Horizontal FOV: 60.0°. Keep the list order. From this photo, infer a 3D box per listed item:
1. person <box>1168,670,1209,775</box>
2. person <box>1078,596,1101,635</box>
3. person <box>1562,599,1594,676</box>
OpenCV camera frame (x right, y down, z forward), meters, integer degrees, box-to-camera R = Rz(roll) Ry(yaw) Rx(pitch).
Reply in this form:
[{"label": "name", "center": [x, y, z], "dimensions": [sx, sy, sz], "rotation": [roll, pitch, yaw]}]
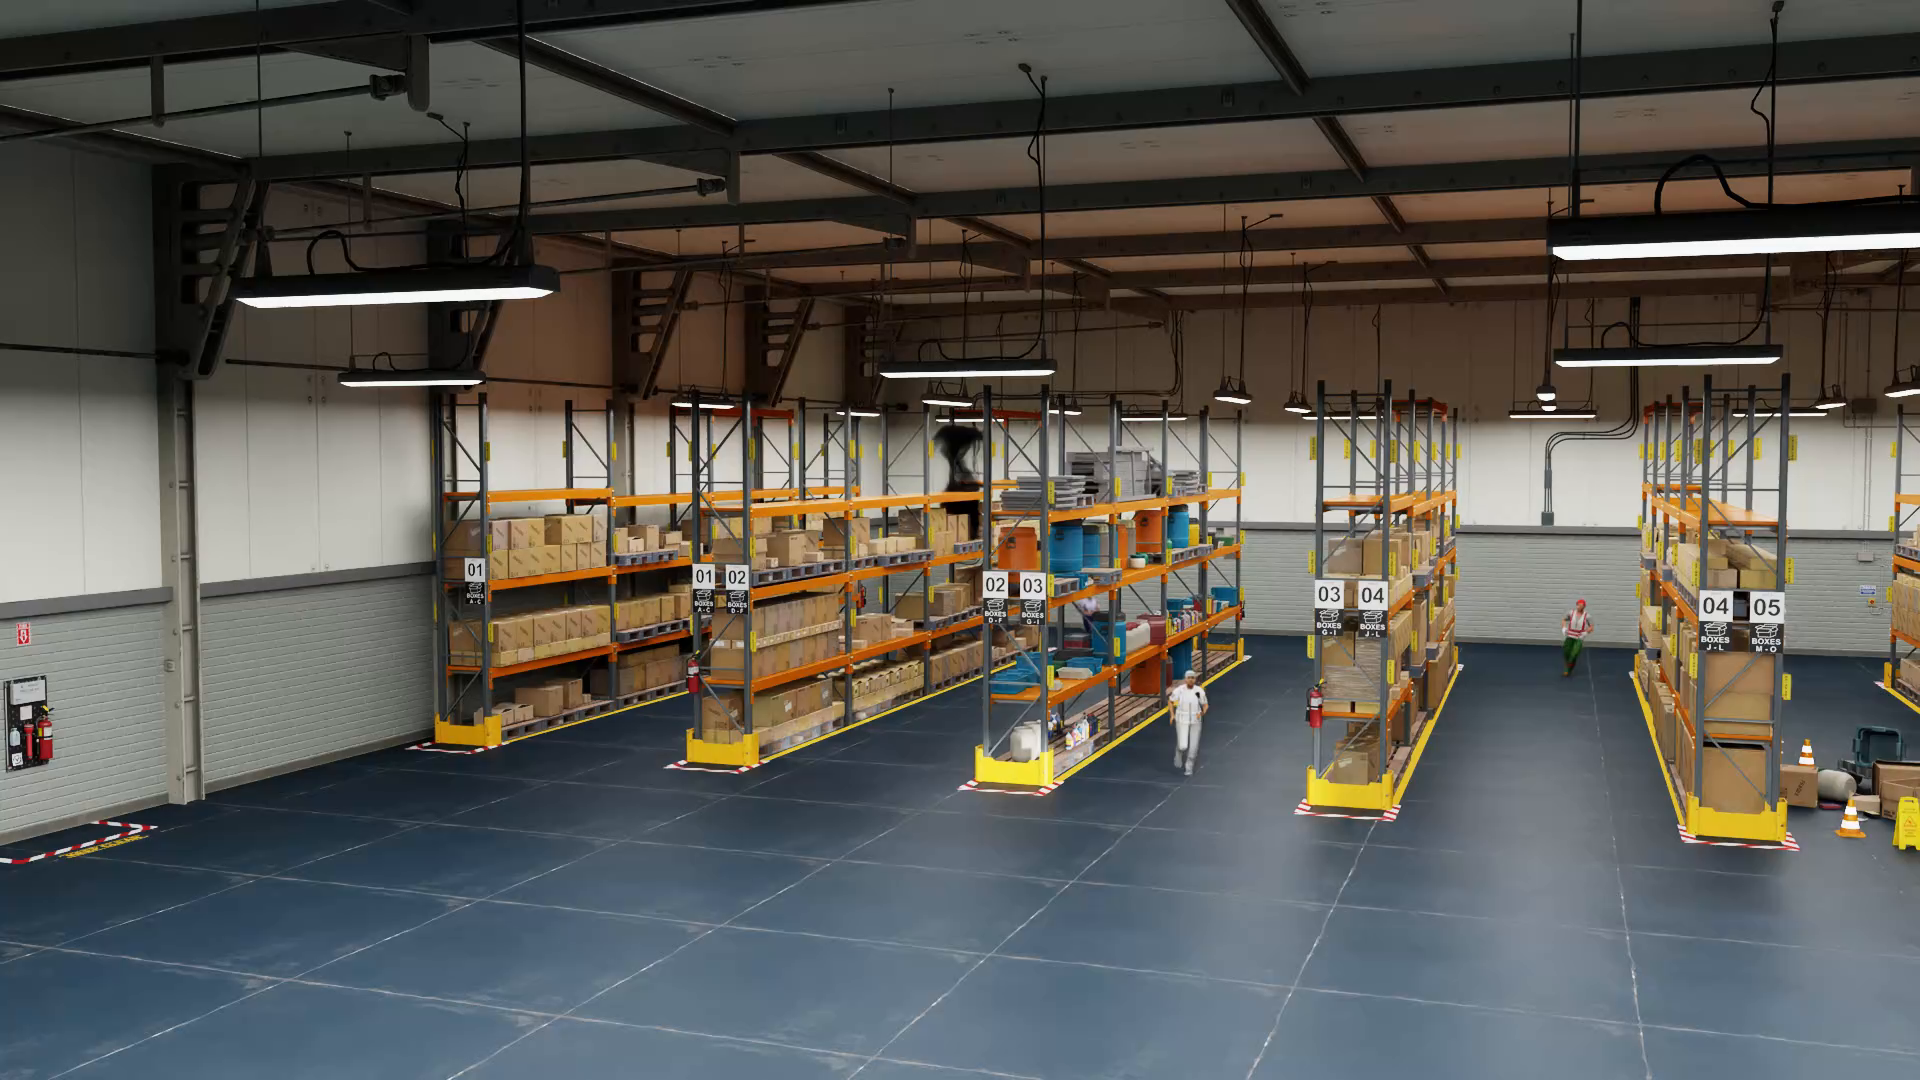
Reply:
[{"label": "person", "center": [3.539, 2.827, 25.719], "dimensions": [0.603, 1.621, 0.549], "rotation": [0, 3, 1]}, {"label": "person", "center": [3.215, 2.014, 41.342], "dimensions": [0.646, 1.614, 0.820], "rotation": [-1, 3, -21]}, {"label": "person", "center": [13.756, 2.175, 37.037], "dimensions": [0.698, 1.737, 0.592], "rotation": [2, 4, 30]}]
